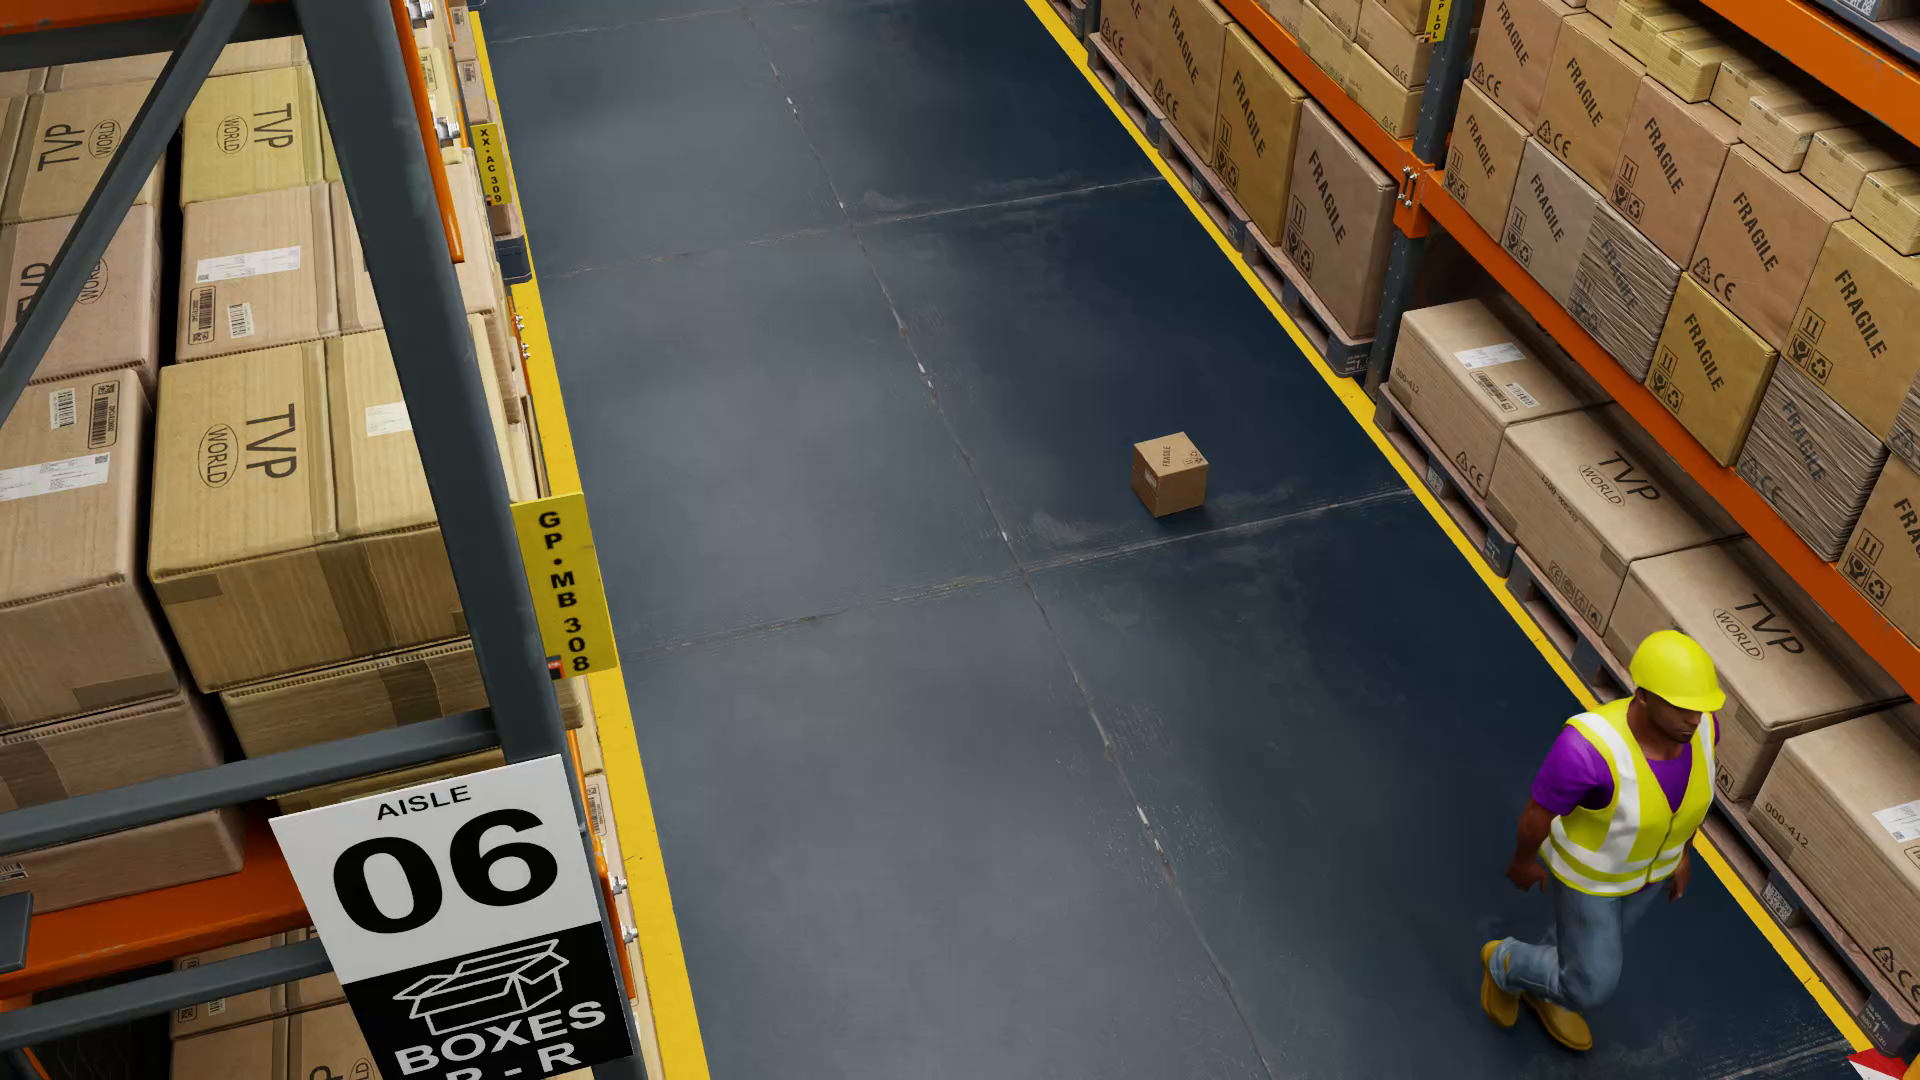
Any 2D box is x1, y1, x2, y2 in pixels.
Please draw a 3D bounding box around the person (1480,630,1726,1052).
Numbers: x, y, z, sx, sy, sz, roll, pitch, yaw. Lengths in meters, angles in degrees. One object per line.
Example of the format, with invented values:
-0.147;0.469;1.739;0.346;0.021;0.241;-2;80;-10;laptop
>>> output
1.975;0.982;5.023;0.564;1.766;0.472;-17;45;-18;person
